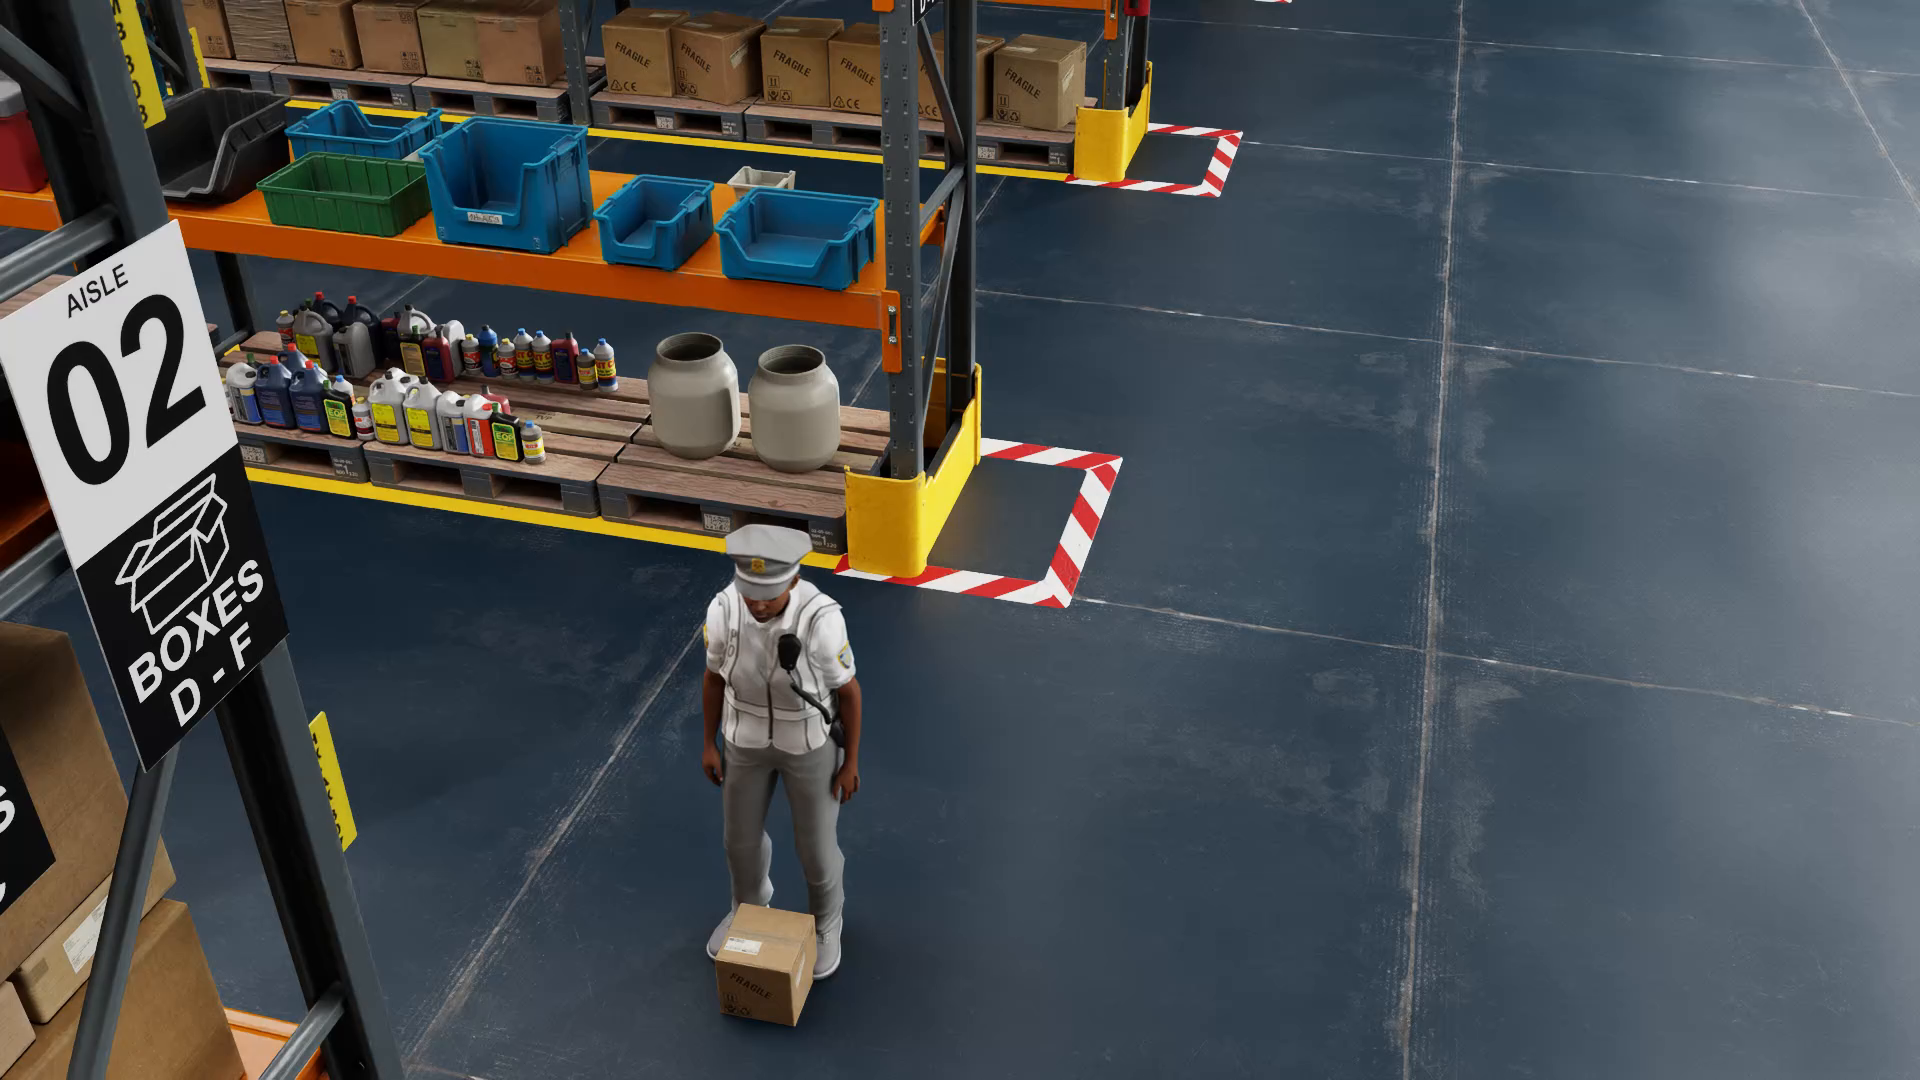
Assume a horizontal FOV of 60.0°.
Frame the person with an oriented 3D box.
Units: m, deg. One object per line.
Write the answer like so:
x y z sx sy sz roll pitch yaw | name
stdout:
-0.563 0.645 5.143 0.531 1.664 0.391 7 34 10 | person
